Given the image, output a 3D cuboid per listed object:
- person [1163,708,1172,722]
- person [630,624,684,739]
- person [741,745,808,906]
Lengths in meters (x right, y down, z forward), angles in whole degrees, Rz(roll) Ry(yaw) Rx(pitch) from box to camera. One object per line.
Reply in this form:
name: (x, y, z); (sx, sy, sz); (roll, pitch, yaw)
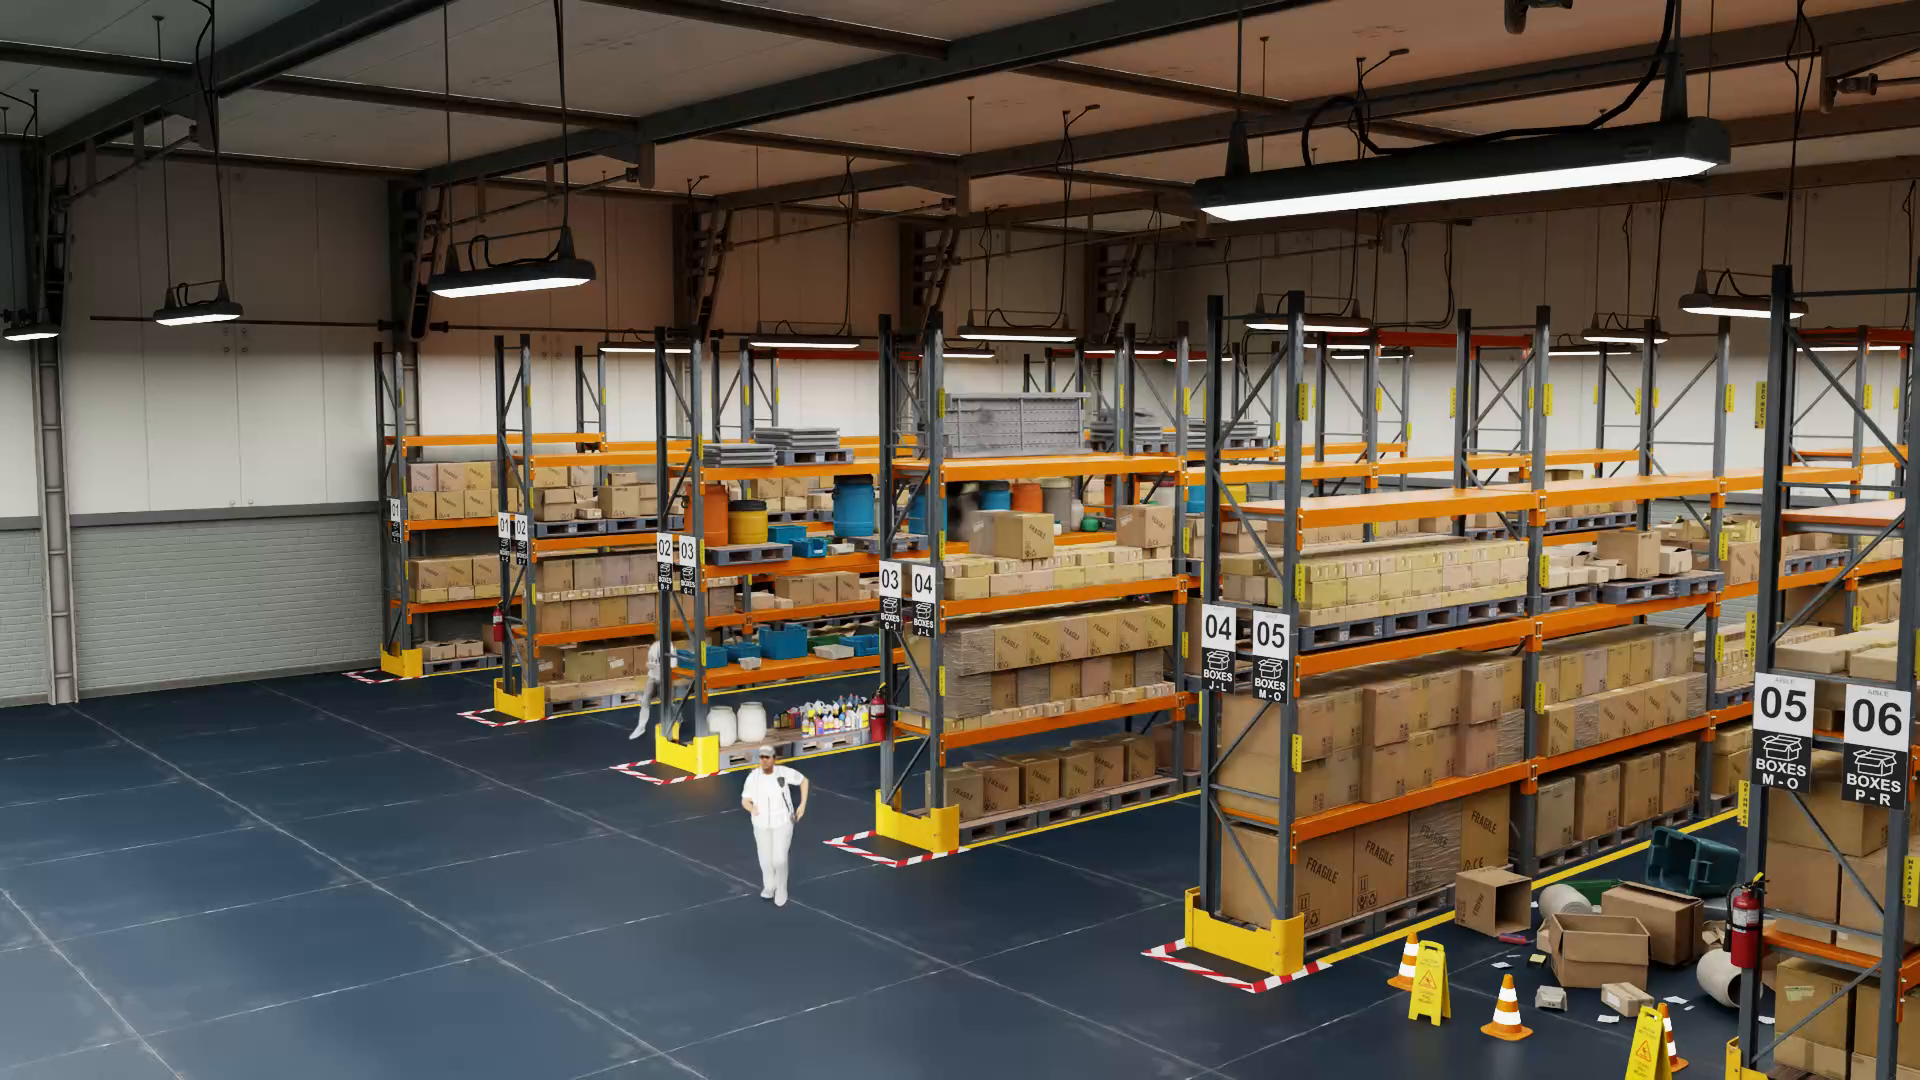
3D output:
person: (3.066, 2.106, 24.705); (0.650, 1.652, 0.735); (4, 6, 35)
person: (-4.437, 2.067, 24.621); (0.607, 1.685, 0.910); (4, 7, 37)
person: (-1.851, 2.829, 16.544); (0.616, 1.624, 0.816); (1, 5, 7)
